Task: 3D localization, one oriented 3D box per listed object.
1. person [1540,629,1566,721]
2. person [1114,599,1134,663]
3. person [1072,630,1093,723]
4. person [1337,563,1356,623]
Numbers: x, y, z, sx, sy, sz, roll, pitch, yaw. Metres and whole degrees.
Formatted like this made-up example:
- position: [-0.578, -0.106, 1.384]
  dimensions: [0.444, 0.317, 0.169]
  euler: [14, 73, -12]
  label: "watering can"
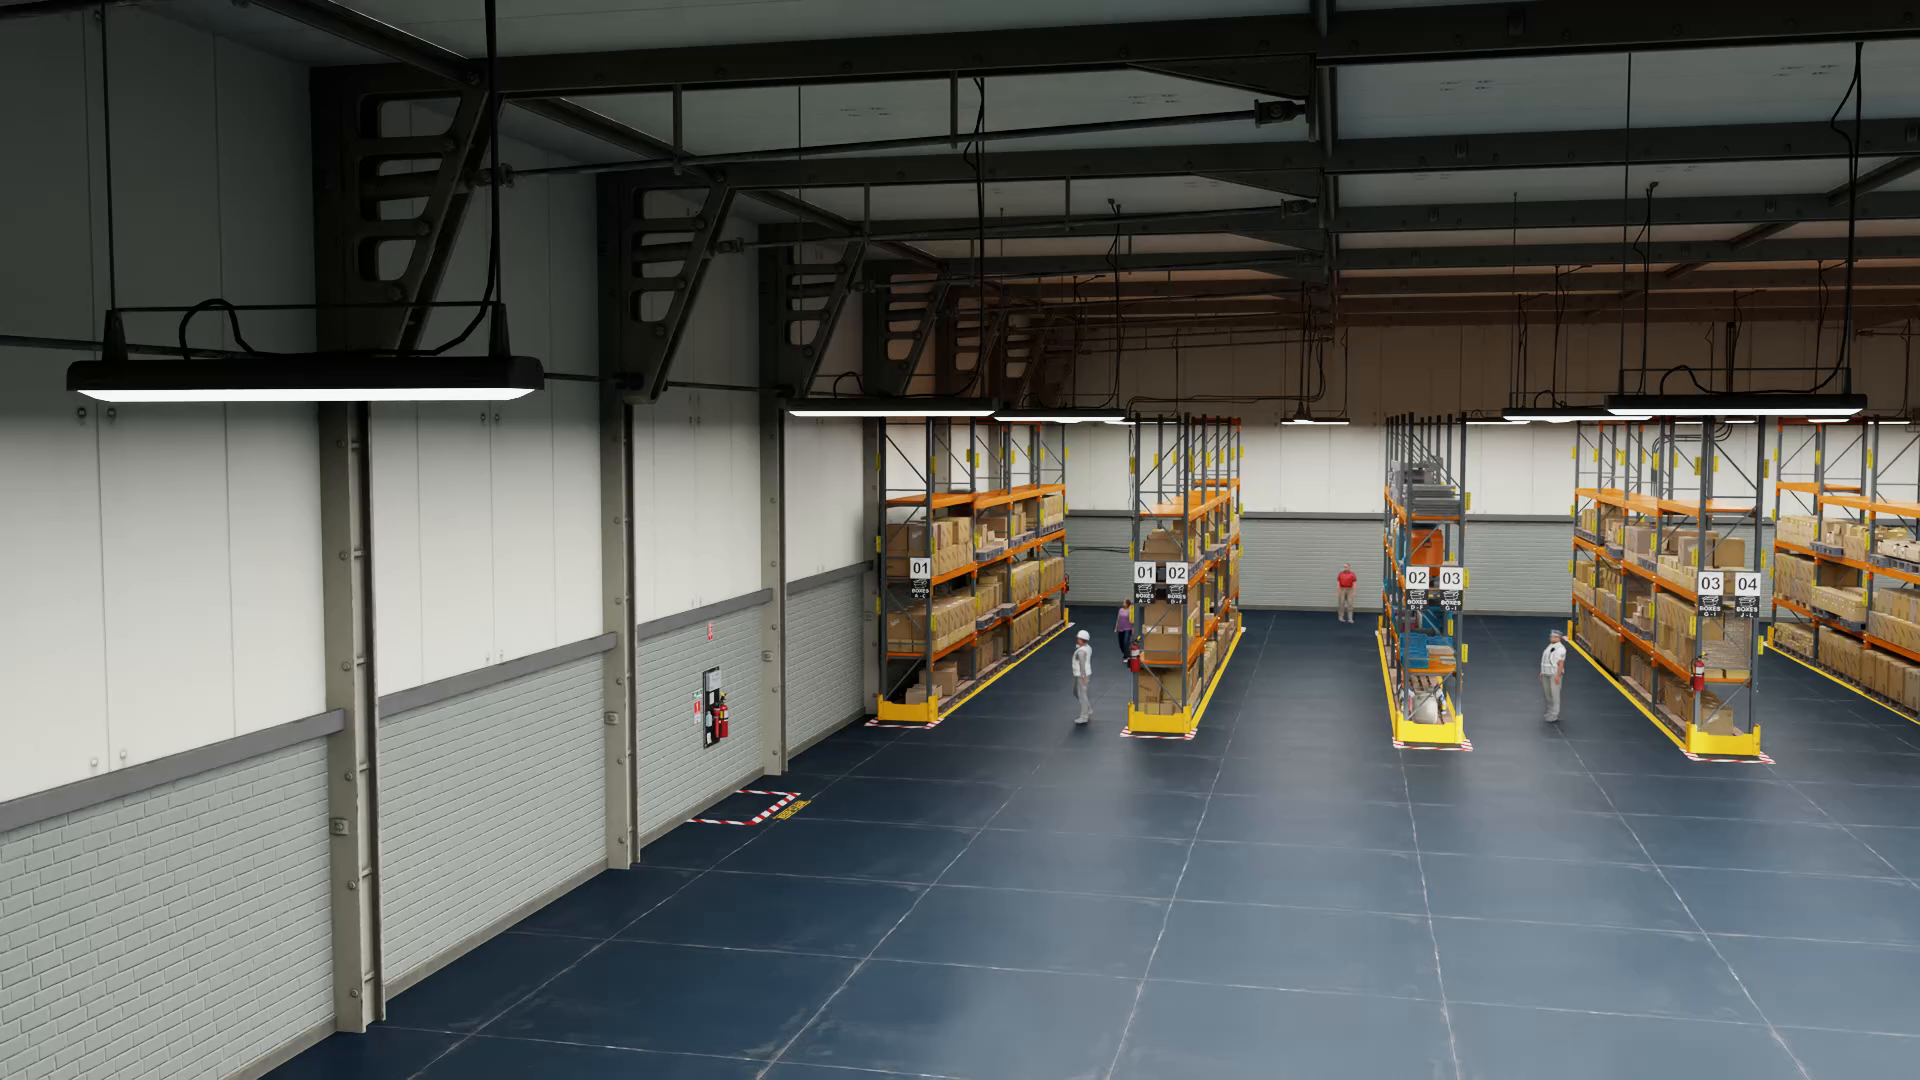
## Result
- position: [11.624, 2.646, 32.658]
  dimensions: [0.523, 1.788, 0.552]
  euler: [-2, 4, -29]
  label: "person"
- position: [4.031, 2.199, 40.588]
  dimensions: [0.472, 1.546, 0.865]
  euler: [1, 4, 16]
  label: "person"
- position: [2.378, 2.639, 32.320]
  dimensions: [0.387, 1.786, 0.617]
  euler: [1, 4, 11]
  label: "person"
- position: [11.400, 1.566, 48.997]
  dimensions: [0.548, 1.747, 0.529]
  euler: [0, 4, 2]
  label: "person"
